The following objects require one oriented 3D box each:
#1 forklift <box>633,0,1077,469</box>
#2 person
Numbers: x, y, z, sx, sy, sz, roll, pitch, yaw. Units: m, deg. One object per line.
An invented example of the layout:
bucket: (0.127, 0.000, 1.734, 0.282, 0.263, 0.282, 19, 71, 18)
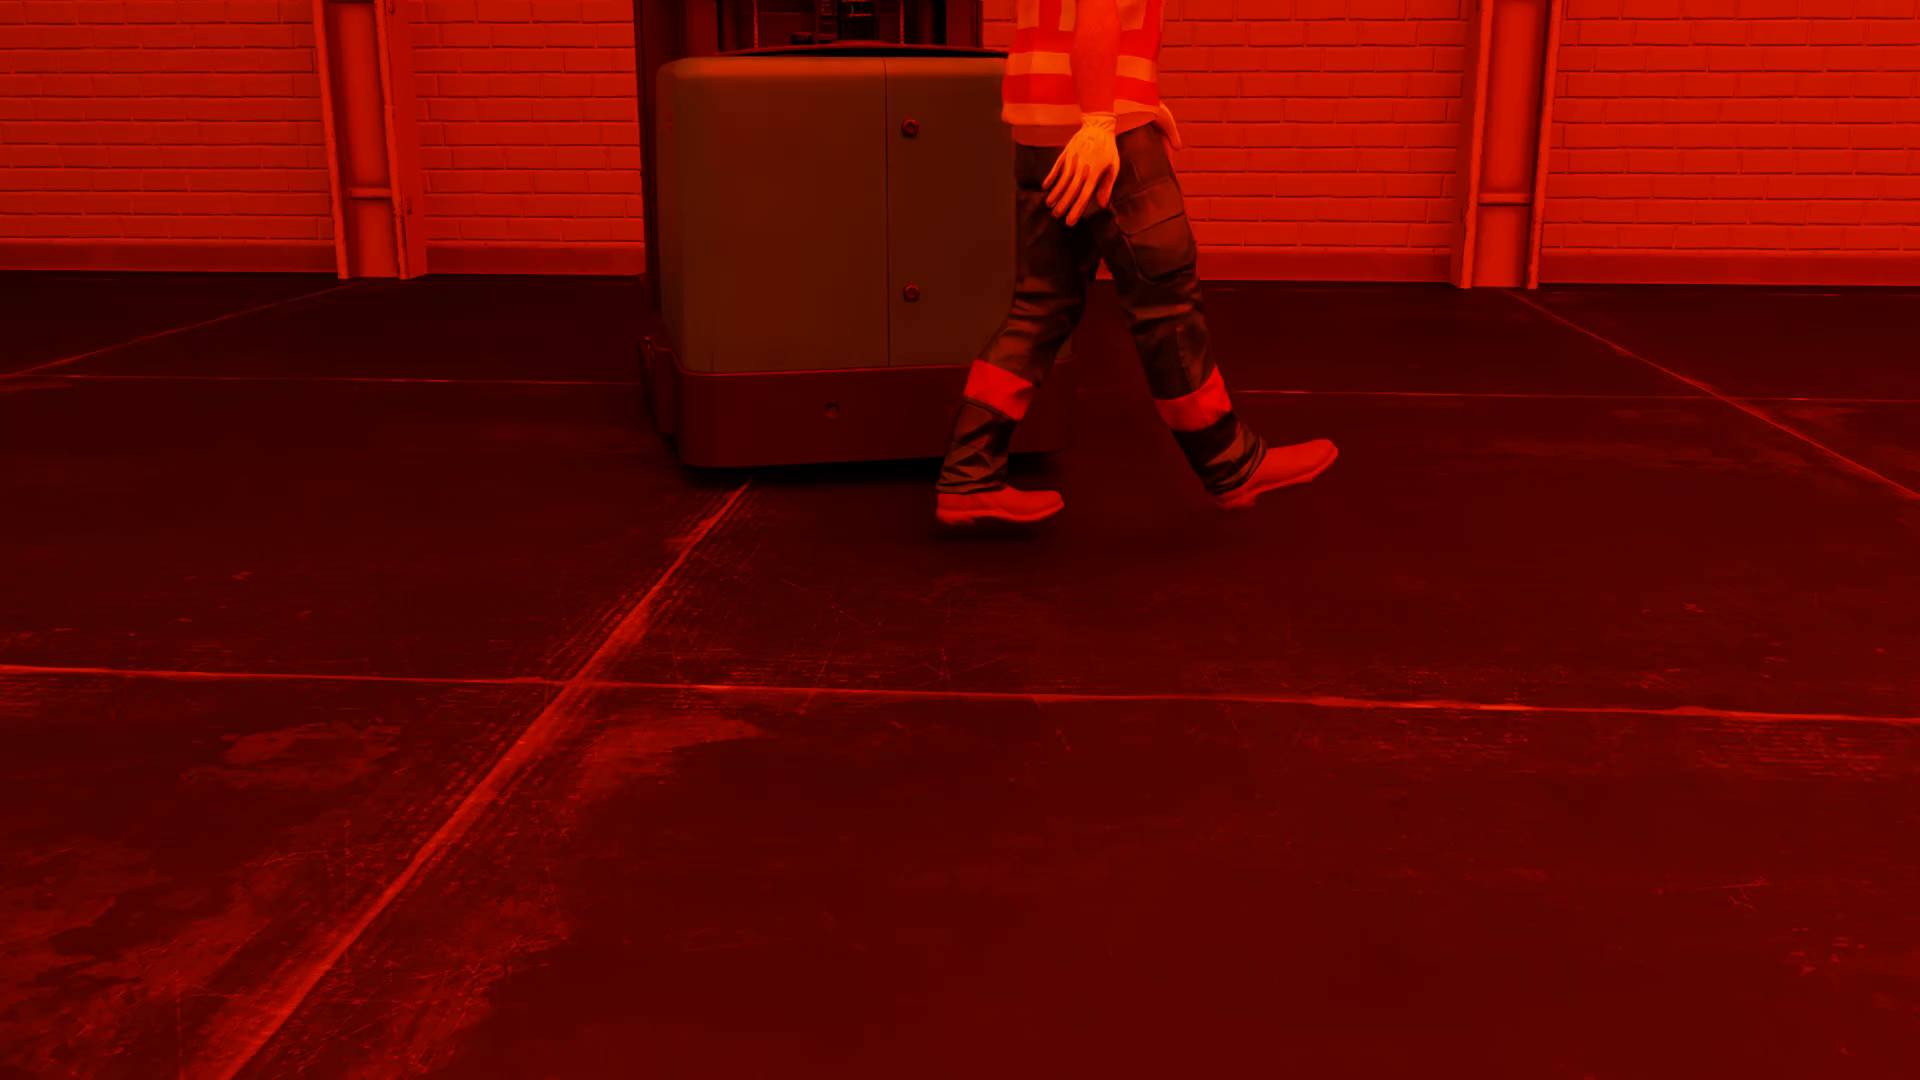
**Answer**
forklift: (-0.525, -1.938, 5.358, 1.130, 2.935, 3.031, -4, 16, -13)
person: (0.401, -0.882, 3.599, 0.898, 1.737, 0.743, -3, 16, -12)
